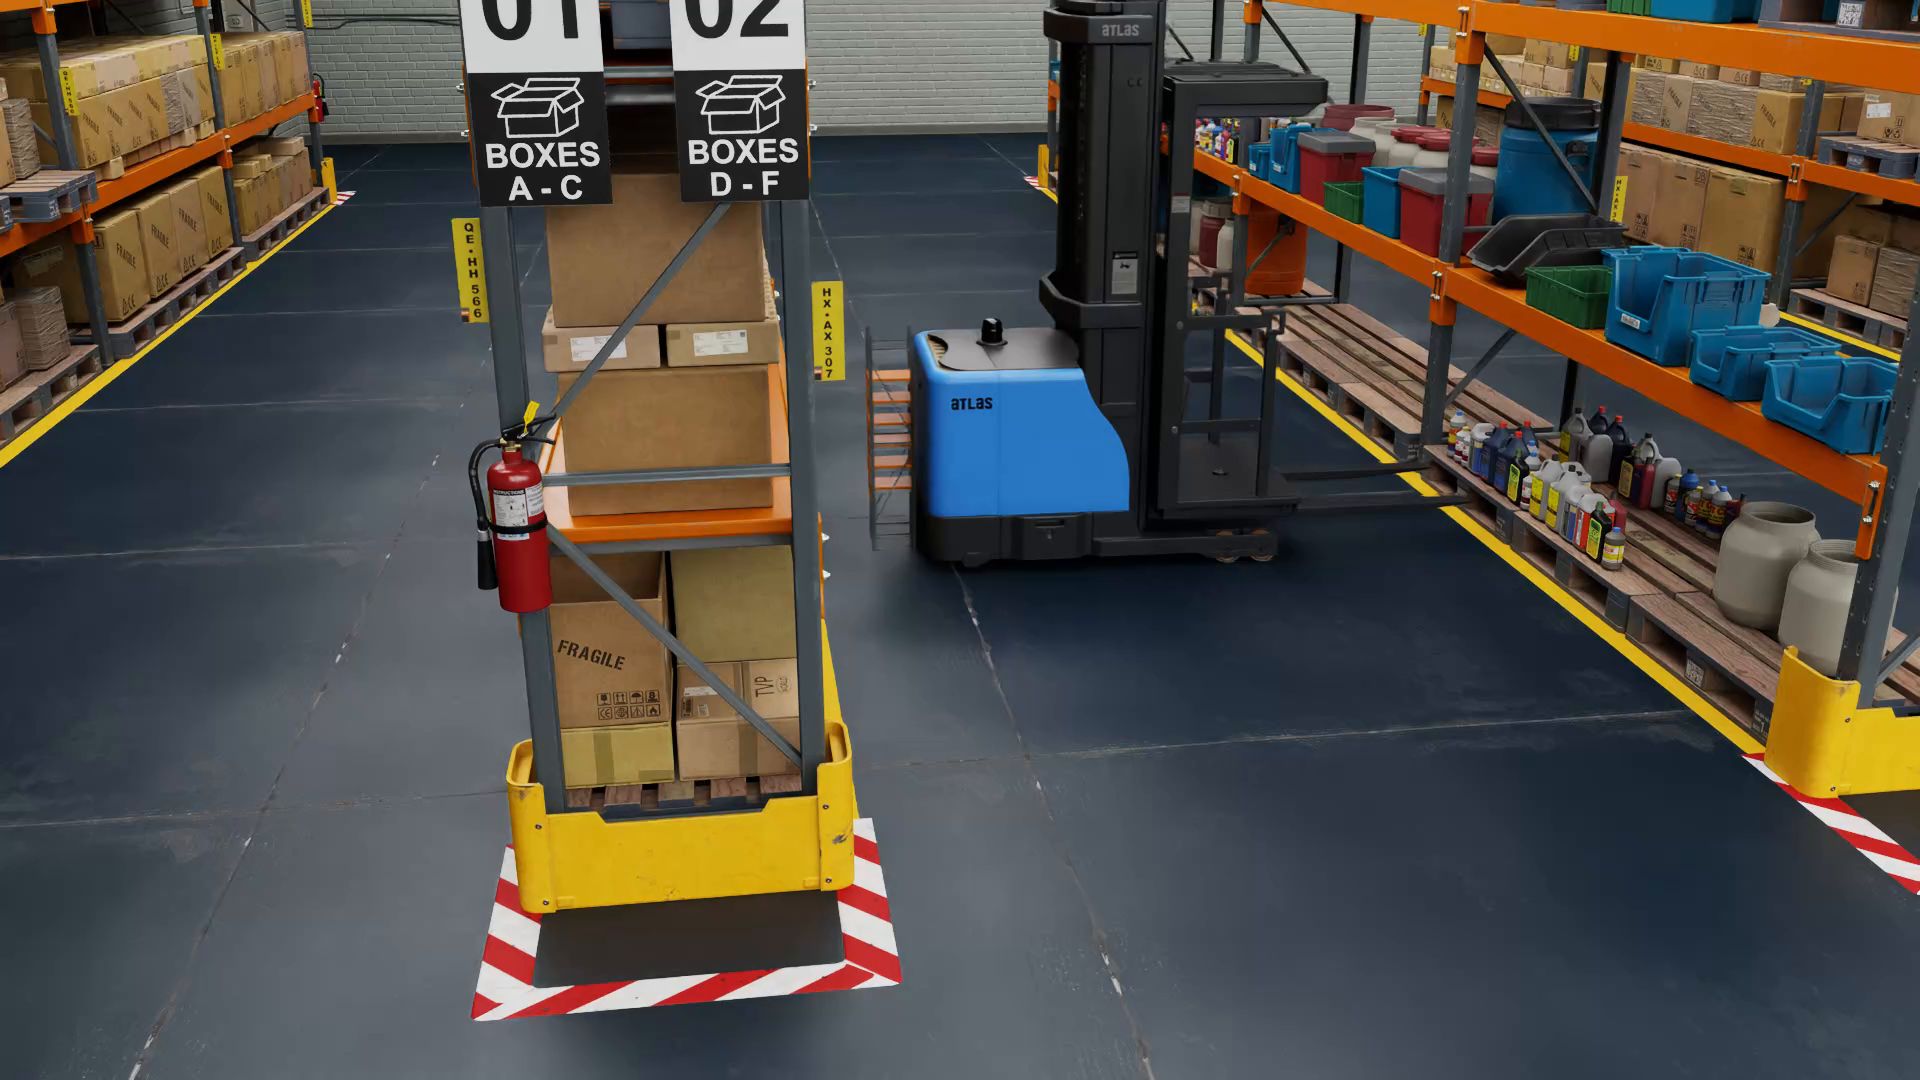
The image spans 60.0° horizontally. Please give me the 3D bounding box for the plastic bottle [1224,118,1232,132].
[{"bbox_3d":[2.597,-4.070,16.009,0.097,0.271,0.097,0,20,0],"label":"plastic bottle"}]

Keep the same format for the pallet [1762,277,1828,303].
[{"bbox_3d":[7.635,-2.446,15.463,1.003,0.211,1.213,-3,21,-8],"label":"pallet"}]

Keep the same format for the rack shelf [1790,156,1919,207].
[{"bbox_3d":[7.962,-2.446,12.506,1.077,0.370,4.000,-3,21,-8],"label":"rack shelf"}]

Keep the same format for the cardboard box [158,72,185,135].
[{"bbox_3d":[-7.144,-3.809,14.530,0.500,0.500,0.500,-3,21,-8],"label":"cardboard box"}]

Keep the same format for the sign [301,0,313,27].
[{"bbox_3d":[-7.645,-6.172,19.460,0.100,0.325,0.005,-3,21,-8],"label":"sign"}]

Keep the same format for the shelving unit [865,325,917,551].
[{"bbox_3d":[-0.370,-0.542,8.952,0.258,1.200,0.189,-2,21,-6],"label":"shelving unit"}]

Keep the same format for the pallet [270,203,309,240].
[{"bbox_3d":[-7.819,-3.495,18.272,1.003,0.211,1.213,-3,21,-8],"label":"pallet"}]

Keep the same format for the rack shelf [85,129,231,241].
[{"bbox_3d":[-7.319,-3.081,14.207,1.077,0.370,4.000,-3,21,-8],"label":"rack shelf"}]

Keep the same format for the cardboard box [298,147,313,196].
[{"bbox_3d":[-7.984,-4.284,19.372,0.700,0.500,0.500,-3,21,-8],"label":"cardboard box"}]

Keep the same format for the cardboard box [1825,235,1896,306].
[{"bbox_3d":[7.790,-2.279,13.976,0.700,0.500,0.500,-4,21,-11],"label":"cardboard box"}]

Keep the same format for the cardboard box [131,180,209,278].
[{"bbox_3d":[-7.254,-2.774,14.829,0.750,0.750,0.750,-2,21,-6],"label":"cardboard box"}]

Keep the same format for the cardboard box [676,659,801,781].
[{"bbox_3d":[-0.833,0.687,6.418,0.500,0.250,0.500,-3,21,-8],"label":"cardboard box"}]

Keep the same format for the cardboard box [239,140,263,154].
[{"bbox_3d":[-8.126,-4.446,18.878,0.380,0.149,0.250,-3,21,-8],"label":"cardboard box"}]

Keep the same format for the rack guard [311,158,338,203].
[{"bbox_3d":[-8.187,-4.333,20.103,1.175,0.500,0.348,-3,21,-8],"label":"rack guard"}]

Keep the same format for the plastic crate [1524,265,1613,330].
[{"bbox_3d":[3.266,-1.257,8.598,0.450,0.188,0.662,-3,21,-8],"label":"plastic crate"}]

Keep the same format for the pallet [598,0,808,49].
[{"bbox_3d":[-1.052,-1.817,5.633,1.003,0.211,1.213,-3,21,-8],"label":"pallet"}]

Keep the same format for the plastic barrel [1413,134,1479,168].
[{"bbox_3d":[3.323,-2.501,11.430,0.433,0.535,0.433,0,20,0],"label":"plastic barrel"}]

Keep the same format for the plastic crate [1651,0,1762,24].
[{"bbox_3d":[3.353,-2.498,7.354,0.392,0.384,0.575,-3,21,-8],"label":"plastic crate"}]

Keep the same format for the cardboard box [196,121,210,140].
[{"bbox_3d":[-7.219,-3.813,15.470,0.380,0.149,0.250,-3,21,-7],"label":"cardboard box"}]

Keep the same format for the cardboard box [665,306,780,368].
[{"bbox_3d":[-0.820,-0.705,5.745,0.380,0.149,0.250,-3,21,-8],"label":"cardboard box"}]

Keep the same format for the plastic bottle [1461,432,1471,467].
[{"bbox_3d":[2.991,-0.533,9.727,0.097,0.201,0.097,0,20,0],"label":"plastic bottle"}]

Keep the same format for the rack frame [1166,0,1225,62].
[{"bbox_3d":[2.196,-4.610,17.273,1.000,3.000,0.127,-3,21,-8],"label":"rack frame"}]

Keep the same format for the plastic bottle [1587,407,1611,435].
[{"bbox_3d":[3.727,-0.597,9.685,0.144,0.351,0.185,-3,21,-9],"label":"plastic bottle"}]

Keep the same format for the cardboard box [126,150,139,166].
[{"bbox_3d":[-7.062,-3.187,13.793,0.380,0.149,0.250,-3,21,-7],"label":"cardboard box"}]

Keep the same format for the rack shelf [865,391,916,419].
[{"bbox_3d":[-0.370,-0.726,8.884,0.258,0.103,0.180,-2,21,-6],"label":"rack shelf"}]

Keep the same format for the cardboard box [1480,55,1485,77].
[{"bbox_3d":[6.473,-5.781,20.195,0.500,0.250,0.500,-4,21,-10],"label":"cardboard box"}]

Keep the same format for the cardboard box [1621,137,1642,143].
[{"bbox_3d":[7.209,-3.841,17.650,1.225,0.875,0.875,-3,21,-8],"label":"cardboard box"}]

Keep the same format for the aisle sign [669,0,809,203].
[{"bbox_3d":[-0.664,-1.418,5.009,0.394,0.787,0.004,-3,21,-8],"label":"aisle sign"}]

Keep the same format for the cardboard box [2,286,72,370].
[{"bbox_3d":[-6.875,-1.514,11.927,0.700,0.500,0.500,-3,21,-7],"label":"cardboard box"}]

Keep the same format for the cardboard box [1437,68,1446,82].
[{"bbox_3d":[6.284,-5.899,21.083,0.380,0.149,0.250,-3,21,-9],"label":"cardboard box"}]

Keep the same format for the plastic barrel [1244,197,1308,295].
[{"bbox_3d":[2.685,-2.574,14.322,0.600,0.830,0.708,-3,21,-8],"label":"plastic barrel"}]

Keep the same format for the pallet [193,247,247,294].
[{"bbox_3d":[-7.422,-2.541,15.718,1.003,0.211,1.213,-3,21,-8],"label":"pallet"}]

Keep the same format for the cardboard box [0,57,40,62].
[{"bbox_3d":[-7.424,-3.596,12.889,0.500,0.250,0.500,-4,21,-10],"label":"cardboard box"}]

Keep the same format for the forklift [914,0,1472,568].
[{"bbox_3d":[1.279,-1.432,8.862,3.031,2.935,1.130,-2,21,-6],"label":"forklift"}]

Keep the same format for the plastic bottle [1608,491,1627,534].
[{"bbox_3d":[3.324,-0.097,8.443,0.061,0.283,0.133,-3,21,-8],"label":"plastic bottle"}]

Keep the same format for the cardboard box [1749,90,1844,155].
[{"bbox_3d":[7.358,-3.681,14.640,0.500,0.500,0.500,-2,21,-6],"label":"cardboard box"}]

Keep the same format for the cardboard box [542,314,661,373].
[{"bbox_3d":[-1.220,-0.681,5.681,0.380,0.149,0.250,-3,21,-9],"label":"cardboard box"}]

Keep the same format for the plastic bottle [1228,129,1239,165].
[{"bbox_3d":[2.292,-3.289,13.903,0.061,0.283,0.133,-3,21,-8],"label":"plastic bottle"}]

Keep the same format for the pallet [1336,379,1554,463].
[{"bbox_3d":[3.198,-0.804,11.068,1.003,0.211,1.213,-3,21,-8],"label":"pallet"}]

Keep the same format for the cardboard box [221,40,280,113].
[{"bbox_3d":[-7.884,-4.944,17.738,0.980,0.700,0.700,-4,21,-10],"label":"cardboard box"}]

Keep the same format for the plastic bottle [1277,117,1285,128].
[{"bbox_3d":[2.907,-3.693,15.000,0.097,0.271,0.097,0,20,0],"label":"plastic bottle"}]

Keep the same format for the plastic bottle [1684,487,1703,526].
[{"bbox_3d":[3.895,-0.182,8.787,0.097,0.201,0.097,0,20,0],"label":"plastic bottle"}]

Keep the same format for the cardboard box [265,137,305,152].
[{"bbox_3d":[-7.785,-4.553,19.164,0.380,0.149,0.250,-3,21,-8],"label":"cardboard box"}]

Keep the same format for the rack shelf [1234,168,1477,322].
[{"bbox_3d":[3.061,-2.196,11.837,1.077,0.370,4.000,-3,21,-8],"label":"rack shelf"}]

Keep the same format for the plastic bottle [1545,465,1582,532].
[{"bbox_3d":[3.170,-0.228,8.698,0.144,0.351,0.185,-2,21,-6],"label":"plastic bottle"}]

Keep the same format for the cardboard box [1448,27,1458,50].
[{"bbox_3d":[6.395,-6.313,20.548,0.500,0.500,0.500,-3,21,-9],"label":"cardboard box"}]

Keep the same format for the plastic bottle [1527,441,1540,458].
[{"bbox_3d":[3.196,-0.424,9.335,0.097,0.271,0.097,0,20,0],"label":"plastic bottle"}]

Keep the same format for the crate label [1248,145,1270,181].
[{"bbox_3d":[2.463,-2.982,13.153,0.303,0.233,0.416,-3,21,-8],"label":"crate label"}]

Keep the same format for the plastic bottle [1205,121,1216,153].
[{"bbox_3d":[2.204,-3.539,14.589,0.097,0.271,0.097,0,20,0],"label":"plastic bottle"}]

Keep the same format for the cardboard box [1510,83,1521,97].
[{"bbox_3d":[6.581,-5.188,19.178,0.380,0.149,0.250,-3,21,-7],"label":"cardboard box"}]

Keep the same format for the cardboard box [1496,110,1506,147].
[{"bbox_3d":[6.952,-4.606,19.697,0.875,0.875,0.875,-3,21,-8],"label":"cardboard box"}]
